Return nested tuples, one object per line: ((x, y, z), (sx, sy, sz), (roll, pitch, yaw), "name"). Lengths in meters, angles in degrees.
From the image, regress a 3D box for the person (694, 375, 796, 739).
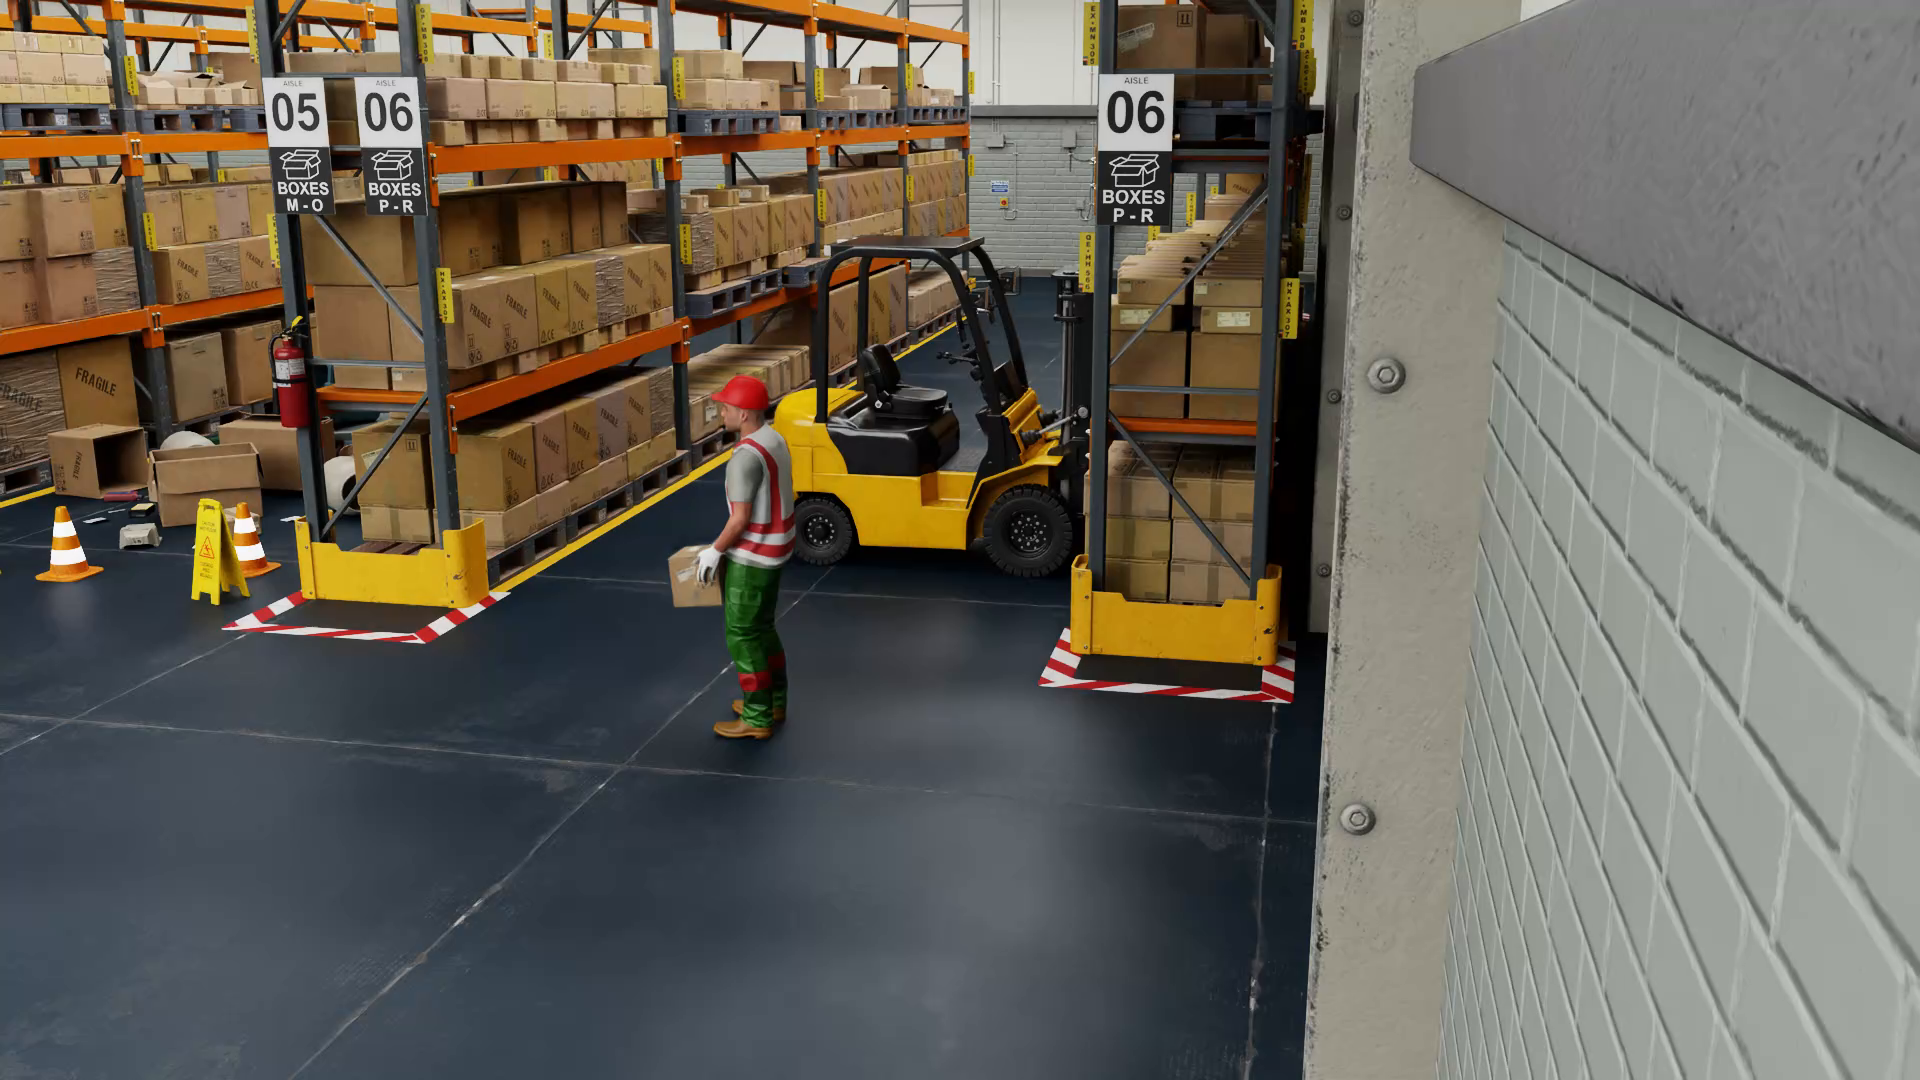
((-1.039, 0.080, 8.148), (0.449, 1.791, 0.537), (3, 15, 10), "person")
